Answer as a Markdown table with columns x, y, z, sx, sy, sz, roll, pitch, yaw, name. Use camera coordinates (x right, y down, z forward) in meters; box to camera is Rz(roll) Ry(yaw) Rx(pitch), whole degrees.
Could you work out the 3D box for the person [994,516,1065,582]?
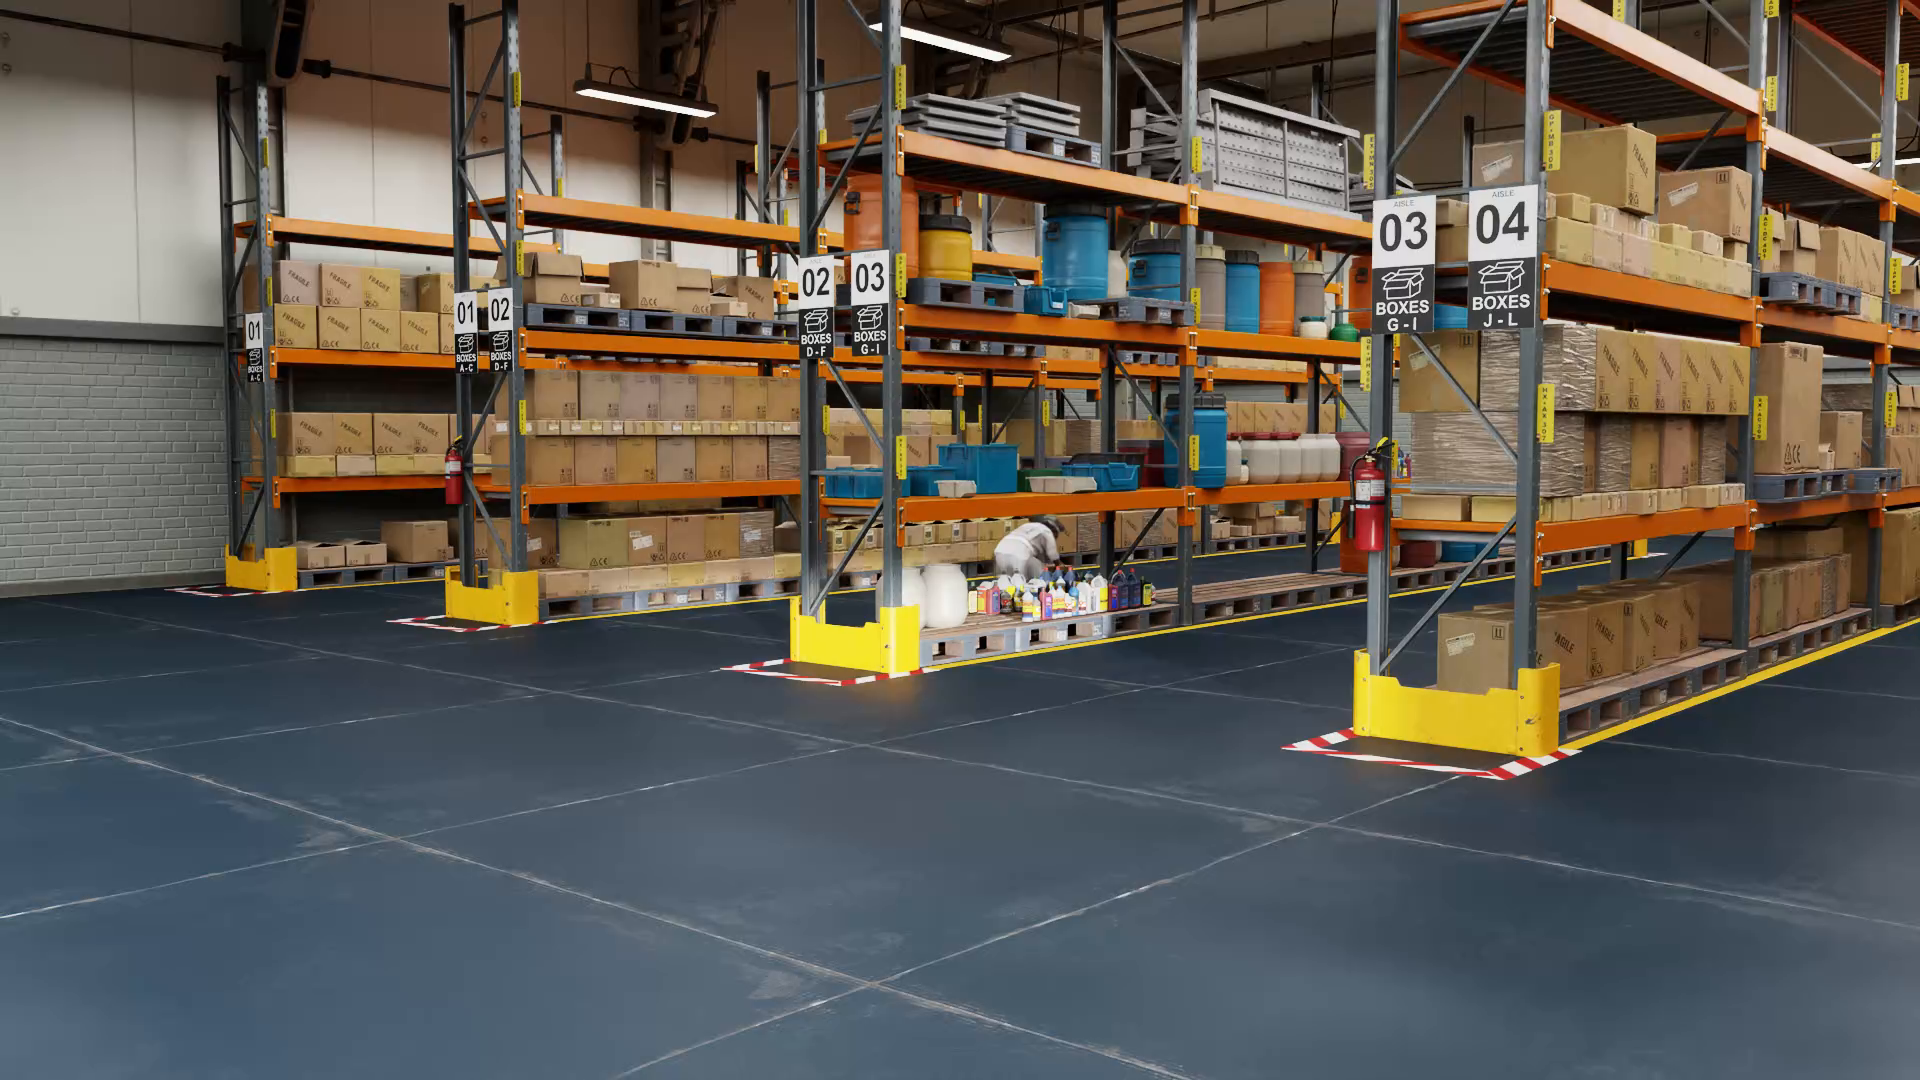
| x | y | z | sx | sy | sz | roll | pitch | yaw | name |
| --- | --- | --- | --- | --- | --- | --- | --- | --- | --- |
| 0.740 | 0.250 | 17.053 | 0.900 | 0.974 | 0.465 | -3 | 5 | -42 | person |
